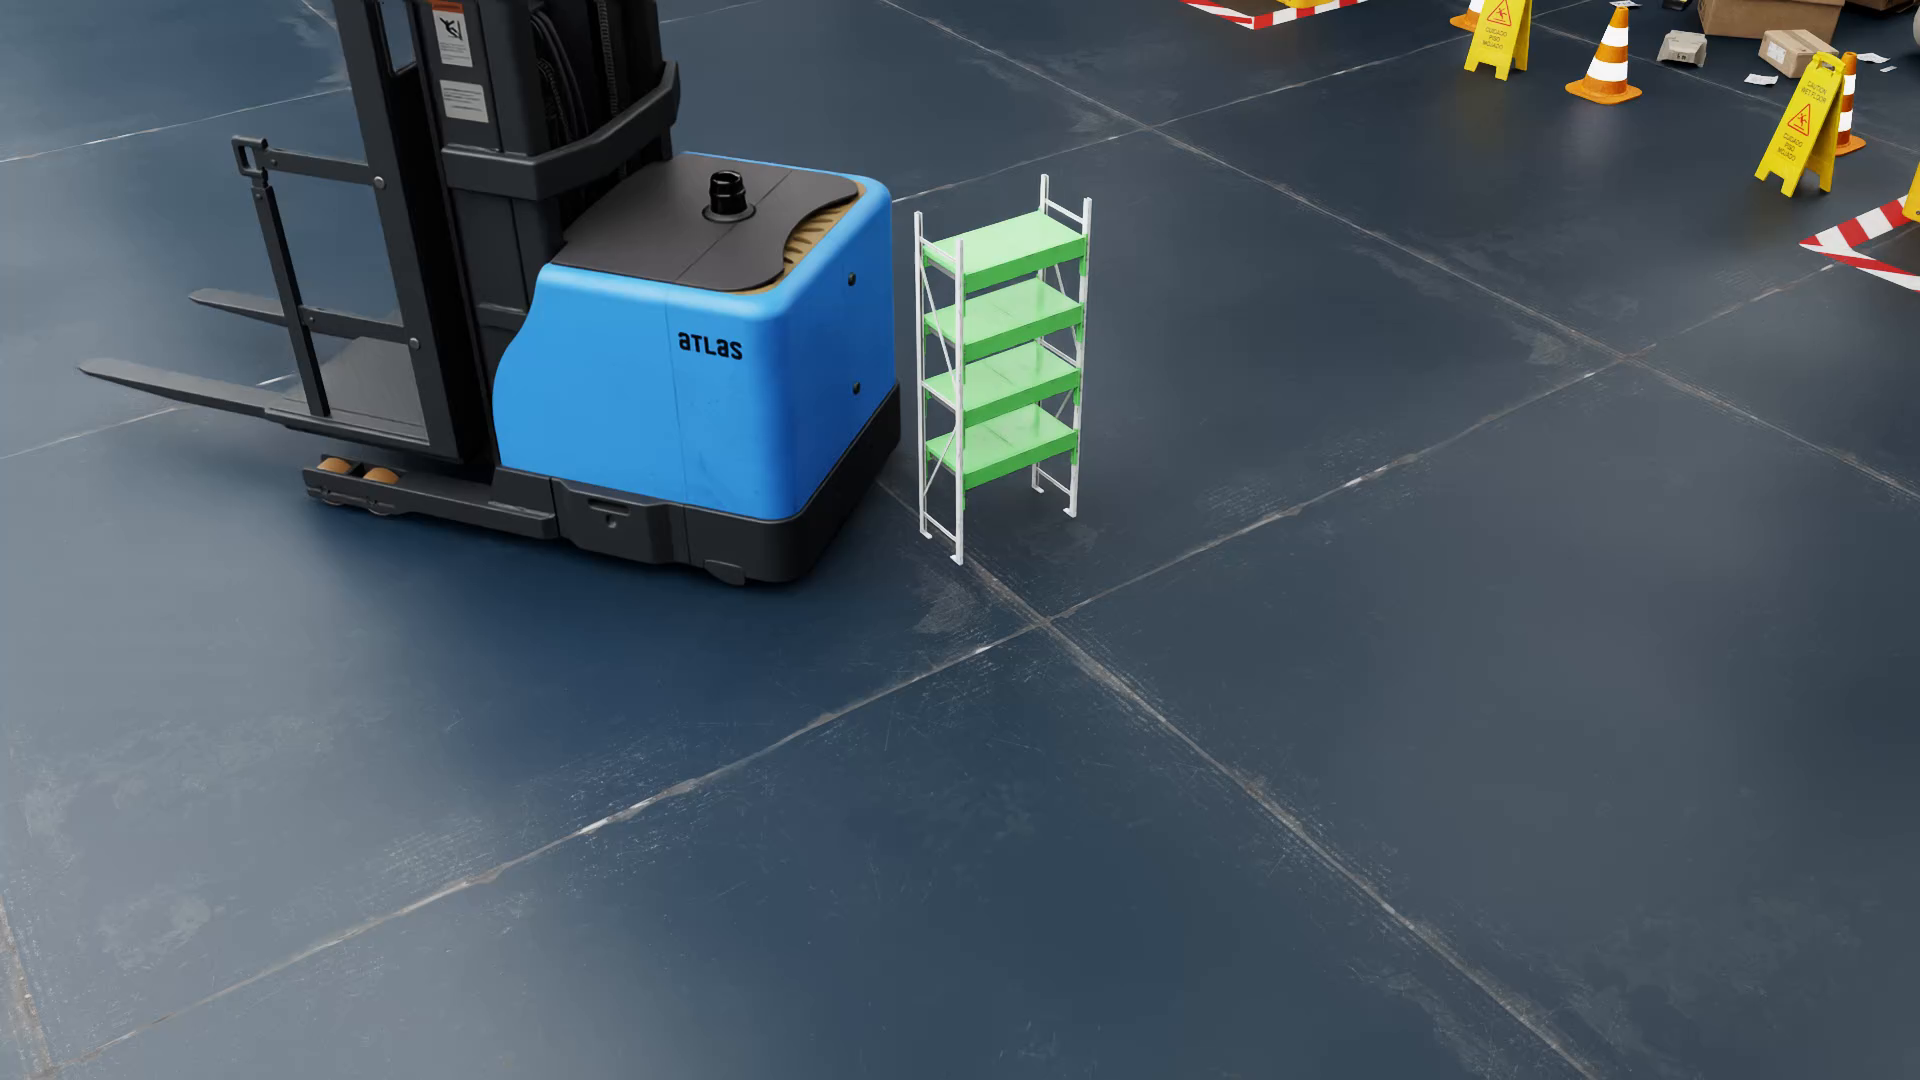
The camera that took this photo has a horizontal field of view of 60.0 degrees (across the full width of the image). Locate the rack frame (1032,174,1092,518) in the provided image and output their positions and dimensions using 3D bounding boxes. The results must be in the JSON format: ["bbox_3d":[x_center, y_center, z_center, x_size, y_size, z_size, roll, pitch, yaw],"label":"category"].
[{"bbox_3d":[0.335,-0.625,5.591,0.015,1.200,0.240,-22,41,-28],"label":"rack frame"}]

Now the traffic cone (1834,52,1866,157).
[{"bbox_3d":[4.476,-2.254,8.487,0.334,0.463,0.336,-22,41,-28],"label":"traffic cone"}]

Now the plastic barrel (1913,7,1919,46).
[{"bbox_3d":[5.684,-2.895,9.412,0.421,0.421,0.512,3,36,4],"label":"plastic barrel"}]

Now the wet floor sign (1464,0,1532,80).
[{"bbox_3d":[3.050,-2.941,9.287,0.267,0.644,0.232,30,45,35],"label":"wet floor sign"}]

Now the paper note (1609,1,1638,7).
[{"bbox_3d":[4.159,-3.349,10.381,0.142,0.017,0.144,-9,37,-12],"label":"paper note"}]

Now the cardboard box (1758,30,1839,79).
[{"bbox_3d":[4.775,-2.771,9.475,0.250,0.149,0.380,-3,36,-4],"label":"cardboard box"}]

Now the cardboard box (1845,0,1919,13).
[{"bbox_3d":[5.604,-3.682,10.323,0.503,0.637,0.797,-22,41,-28],"label":"cardboard box"}]

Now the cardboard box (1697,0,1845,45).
[{"bbox_3d":[4.845,-3.309,9.920,0.797,0.503,0.637,9,37,12],"label":"cardboard box"}]

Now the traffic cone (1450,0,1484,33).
[{"bbox_3d":[3.185,-3.323,9.974,0.334,0.463,0.336,-22,41,-28],"label":"traffic cone"}]

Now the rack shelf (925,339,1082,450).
[{"bbox_3d":[0.135,-0.491,5.514,0.480,0.148,0.258,-22,41,-28],"label":"rack shelf"}]

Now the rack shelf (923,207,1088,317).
[{"bbox_3d":[0.135,-0.881,5.234,0.480,0.148,0.258,-22,41,-28],"label":"rack shelf"}]

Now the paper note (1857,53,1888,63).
[{"bbox_3d":[5.274,-2.795,9.620,0.142,0.019,0.148,-9,37,-12],"label":"paper note"}]

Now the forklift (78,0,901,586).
[{"bbox_3d":[-1.792,-1.554,5.400,3.031,2.935,1.130,11,37,15],"label":"forklift"}]

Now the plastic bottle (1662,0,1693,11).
[{"bbox_3d":[4.505,-3.387,10.407,0.133,0.061,0.283,22,41,28],"label":"plastic bottle"}]

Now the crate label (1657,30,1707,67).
[{"bbox_3d":[4.165,-2.831,9.569,0.250,0.136,0.298,15,38,20],"label":"crate label"}]

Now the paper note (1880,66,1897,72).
[{"bbox_3d":[5.289,-2.683,9.472,0.123,0.001,0.032,-22,41,-28],"label":"paper note"}]

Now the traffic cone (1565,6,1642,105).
[{"bbox_3d":[3.558,-2.669,9.065,0.334,0.463,0.336,-22,41,-28],"label":"traffic cone"}]

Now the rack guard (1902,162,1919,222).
[{"bbox_3d":[4.930,-1.534,7.455,0.348,0.500,1.175,-22,41,-28],"label":"rack guard"}]

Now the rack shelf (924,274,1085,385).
[{"bbox_3d":[0.135,-0.686,5.374,0.480,0.148,0.258,-22,41,-28],"label":"rack shelf"}]

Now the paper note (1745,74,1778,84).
[{"bbox_3d":[4.493,-2.586,9.319,0.148,0.019,0.142,22,41,28],"label":"paper note"}]

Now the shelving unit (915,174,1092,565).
[{"bbox_3d":[0.135,-0.543,5.477,0.503,1.200,0.258,-22,41,-28],"label":"shelving unit"}]

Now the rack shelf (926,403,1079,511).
[{"bbox_3d":[0.135,-0.296,5.655,0.480,0.148,0.258,-22,41,-28],"label":"rack shelf"}]

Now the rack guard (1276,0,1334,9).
[{"bbox_3d":[1.914,-3.829,10.645,0.348,0.500,1.175,-22,41,-28],"label":"rack guard"}]

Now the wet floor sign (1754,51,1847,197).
[{"bbox_3d":[4.096,-2.014,7.998,0.232,0.644,0.267,-9,37,-12],"label":"wet floor sign"}]

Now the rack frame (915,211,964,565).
[{"bbox_3d":[-0.064,-0.461,5.363,0.015,1.200,0.240,-22,41,-28],"label":"rack frame"}]
